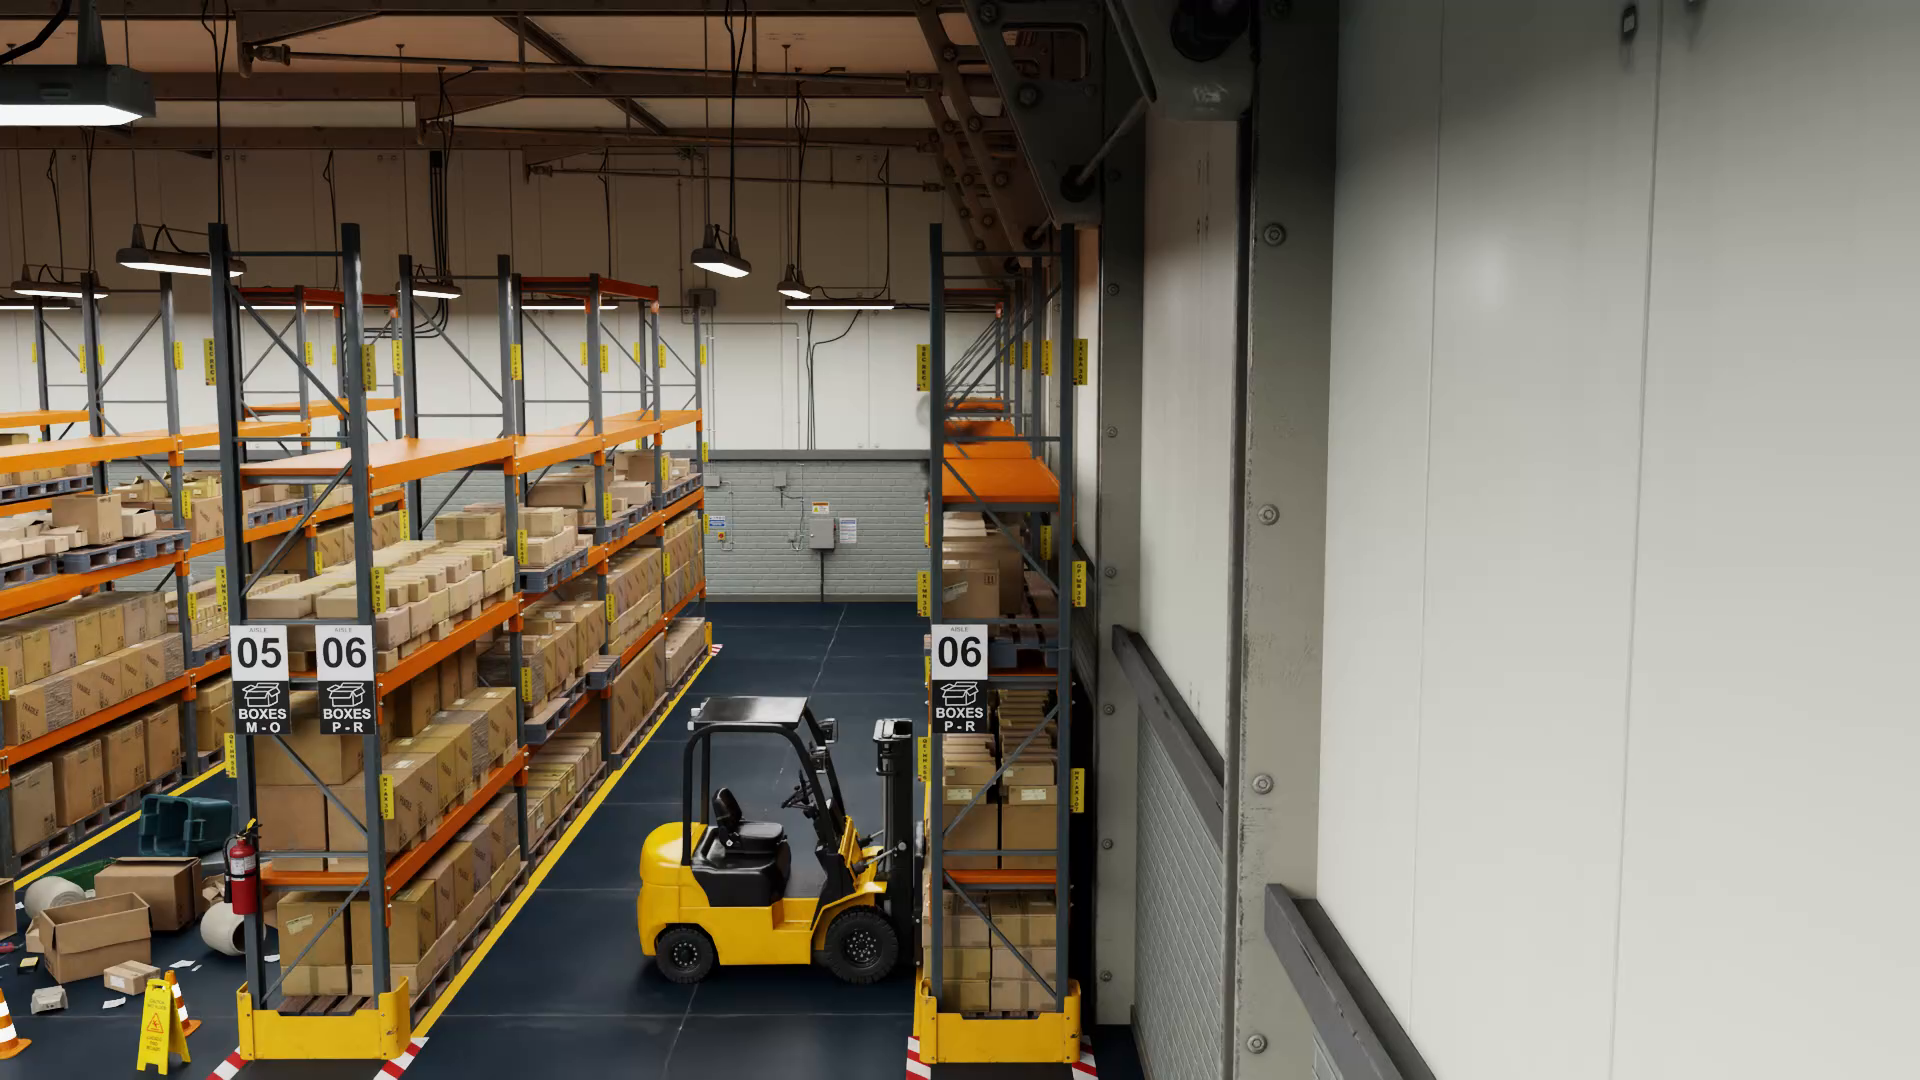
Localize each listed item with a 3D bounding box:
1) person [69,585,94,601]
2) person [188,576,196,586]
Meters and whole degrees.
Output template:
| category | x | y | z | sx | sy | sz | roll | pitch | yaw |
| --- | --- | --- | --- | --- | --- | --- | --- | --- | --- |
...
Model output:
| category | x | y | z | sx | sy | sz | roll | pitch | yaw |
| --- | --- | --- | --- | --- | --- | --- | --- | --- | --- |
| person | -12.851 | 1.428 | 24.548 | 0.700 | 1.772 | 0.963 | -1 | 7 | -6 |
| person | -11.562 | 1.365 | 25.429 | 0.637 | 1.746 | 0.945 | 1 | 7 | 12 |
